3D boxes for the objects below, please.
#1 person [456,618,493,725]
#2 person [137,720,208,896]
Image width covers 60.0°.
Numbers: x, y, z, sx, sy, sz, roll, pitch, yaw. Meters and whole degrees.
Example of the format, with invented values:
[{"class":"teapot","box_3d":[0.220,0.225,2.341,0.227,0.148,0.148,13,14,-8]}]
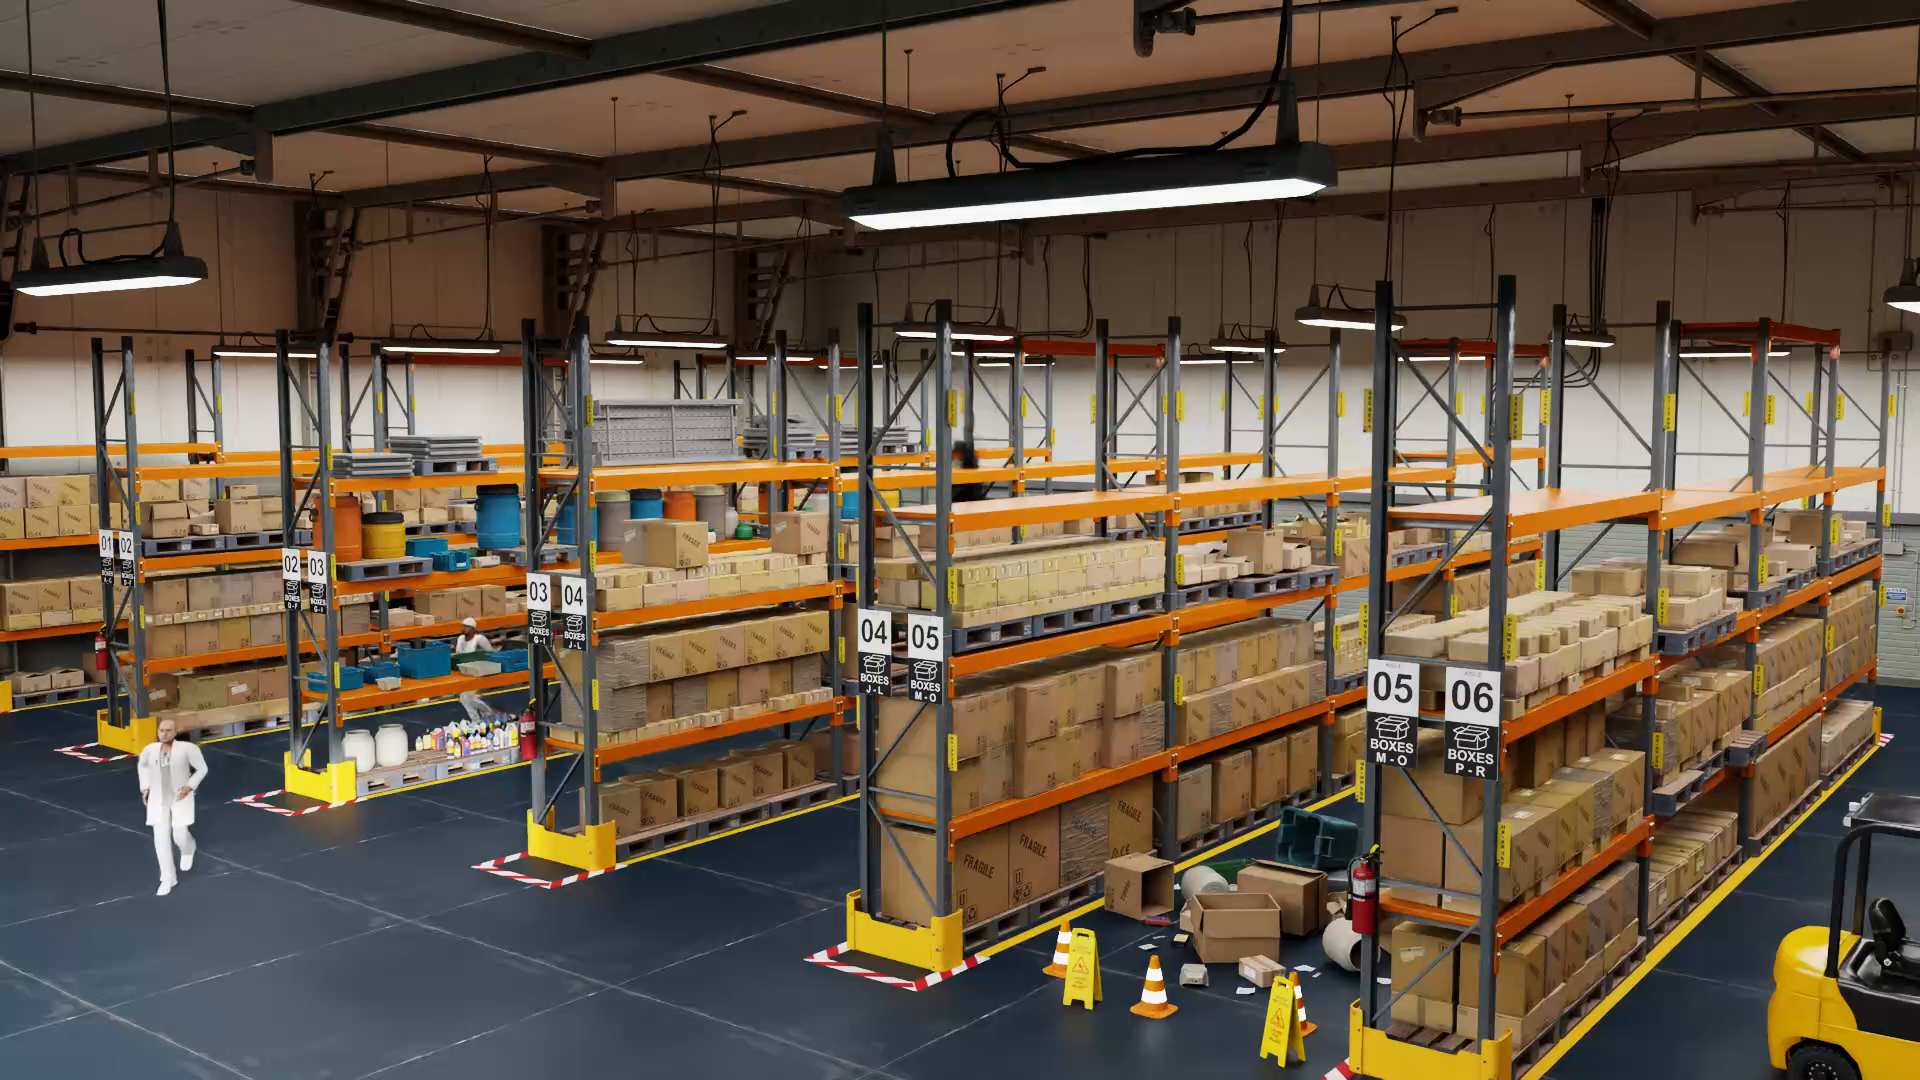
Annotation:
[{"class":"person","box_3d":[-7.562,2.062,25.628,0.683,1.741,0.585,3,6,31]},{"class":"person","box_3d":[-8.321,2.811,17.581,0.722,1.695,0.946,-1,5,-13]}]
